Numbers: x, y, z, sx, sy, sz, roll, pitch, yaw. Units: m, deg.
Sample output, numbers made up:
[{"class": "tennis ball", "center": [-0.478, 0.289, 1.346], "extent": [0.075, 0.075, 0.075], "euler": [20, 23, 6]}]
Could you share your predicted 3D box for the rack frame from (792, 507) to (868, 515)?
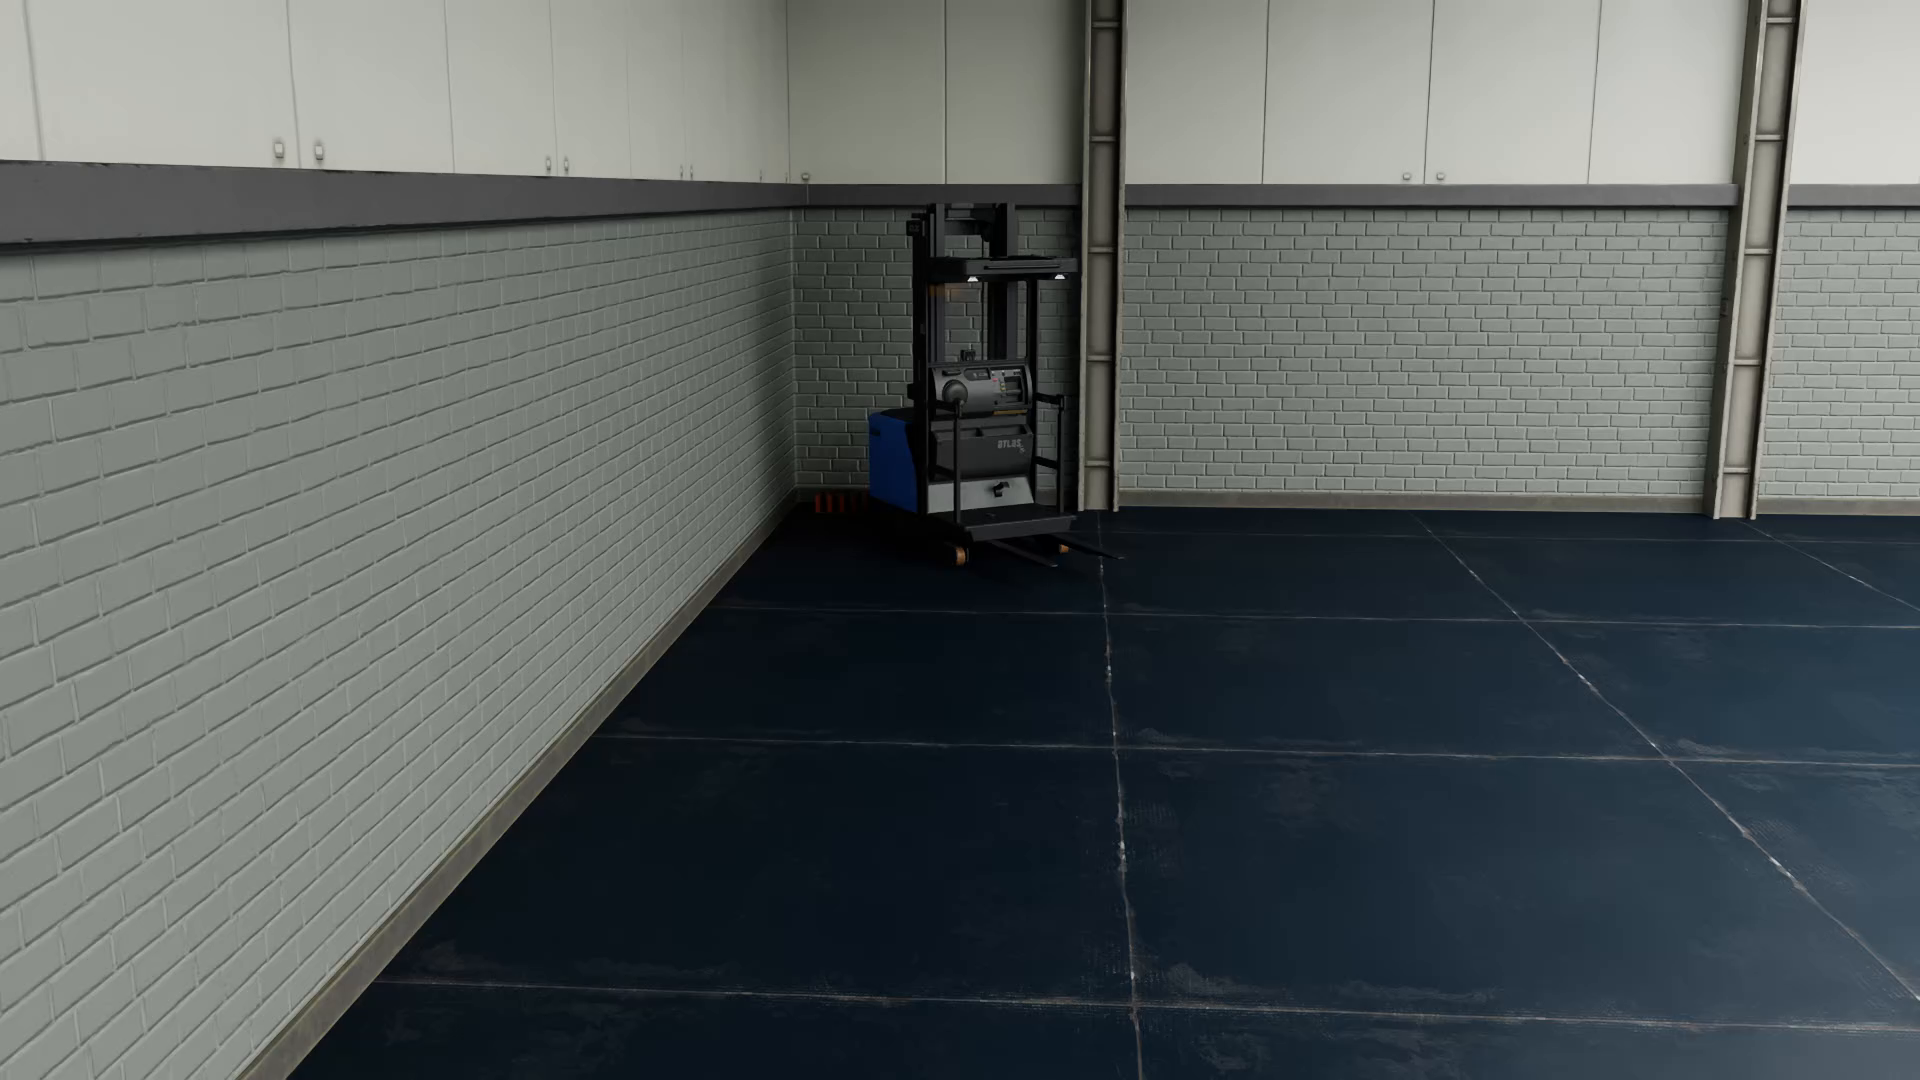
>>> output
[{"class": "rack frame", "center": [-1.016, -0.275, 16.050], "extent": [1.200, 0.006, 0.240], "euler": [2, 12, 10]}]

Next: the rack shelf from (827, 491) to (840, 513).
[{"class": "rack shelf", "center": [-1.209, -0.370, 16.066], "extent": [0.103, 0.180, 0.258], "euler": [2, 12, 10]}]

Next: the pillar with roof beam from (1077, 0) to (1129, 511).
[{"class": "pillar with roof beam", "center": [1.058, -3.837, 11.134], "extent": [0.400, 9.000, 9.100], "euler": [1, 12, 4]}]

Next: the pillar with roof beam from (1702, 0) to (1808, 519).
[{"class": "pillar with roof beam", "center": [7.045, -3.755, 10.742], "extent": [0.400, 9.000, 9.100], "euler": [1, 12, 4]}]

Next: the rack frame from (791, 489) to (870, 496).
[{"class": "rack frame", "center": [-1.017, -0.454, 16.013], "extent": [1.200, 0.006, 0.240], "euler": [2, 12, 10]}]

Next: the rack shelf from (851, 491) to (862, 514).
[{"class": "rack shelf", "center": [-0.972, -0.363, 16.024], "extent": [0.103, 0.180, 0.258], "euler": [2, 12, 10]}]

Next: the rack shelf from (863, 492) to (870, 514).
[{"class": "rack shelf", "center": [-0.854, -0.359, 16.002], "extent": [0.103, 0.180, 0.258], "euler": [2, 12, 10]}]

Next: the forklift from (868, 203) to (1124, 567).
[{"class": "forklift", "center": [0.289, -1.322, 13.928], "extent": [1.130, 2.935, 3.031], "euler": [-6, 13, -27]}]

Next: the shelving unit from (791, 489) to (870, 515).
[{"class": "shelving unit", "center": [-1.016, -0.364, 16.031], "extent": [1.200, 0.189, 0.258], "euler": [2, 12, 10]}]

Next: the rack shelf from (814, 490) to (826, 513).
[{"class": "rack shelf", "center": [-1.327, -0.374, 16.087], "extent": [0.103, 0.180, 0.258], "euler": [2, 12, 10]}]

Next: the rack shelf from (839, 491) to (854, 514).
[{"class": "rack shelf", "center": [-1.090, -0.367, 16.045], "extent": [0.103, 0.180, 0.258], "euler": [2, 12, 10]}]
